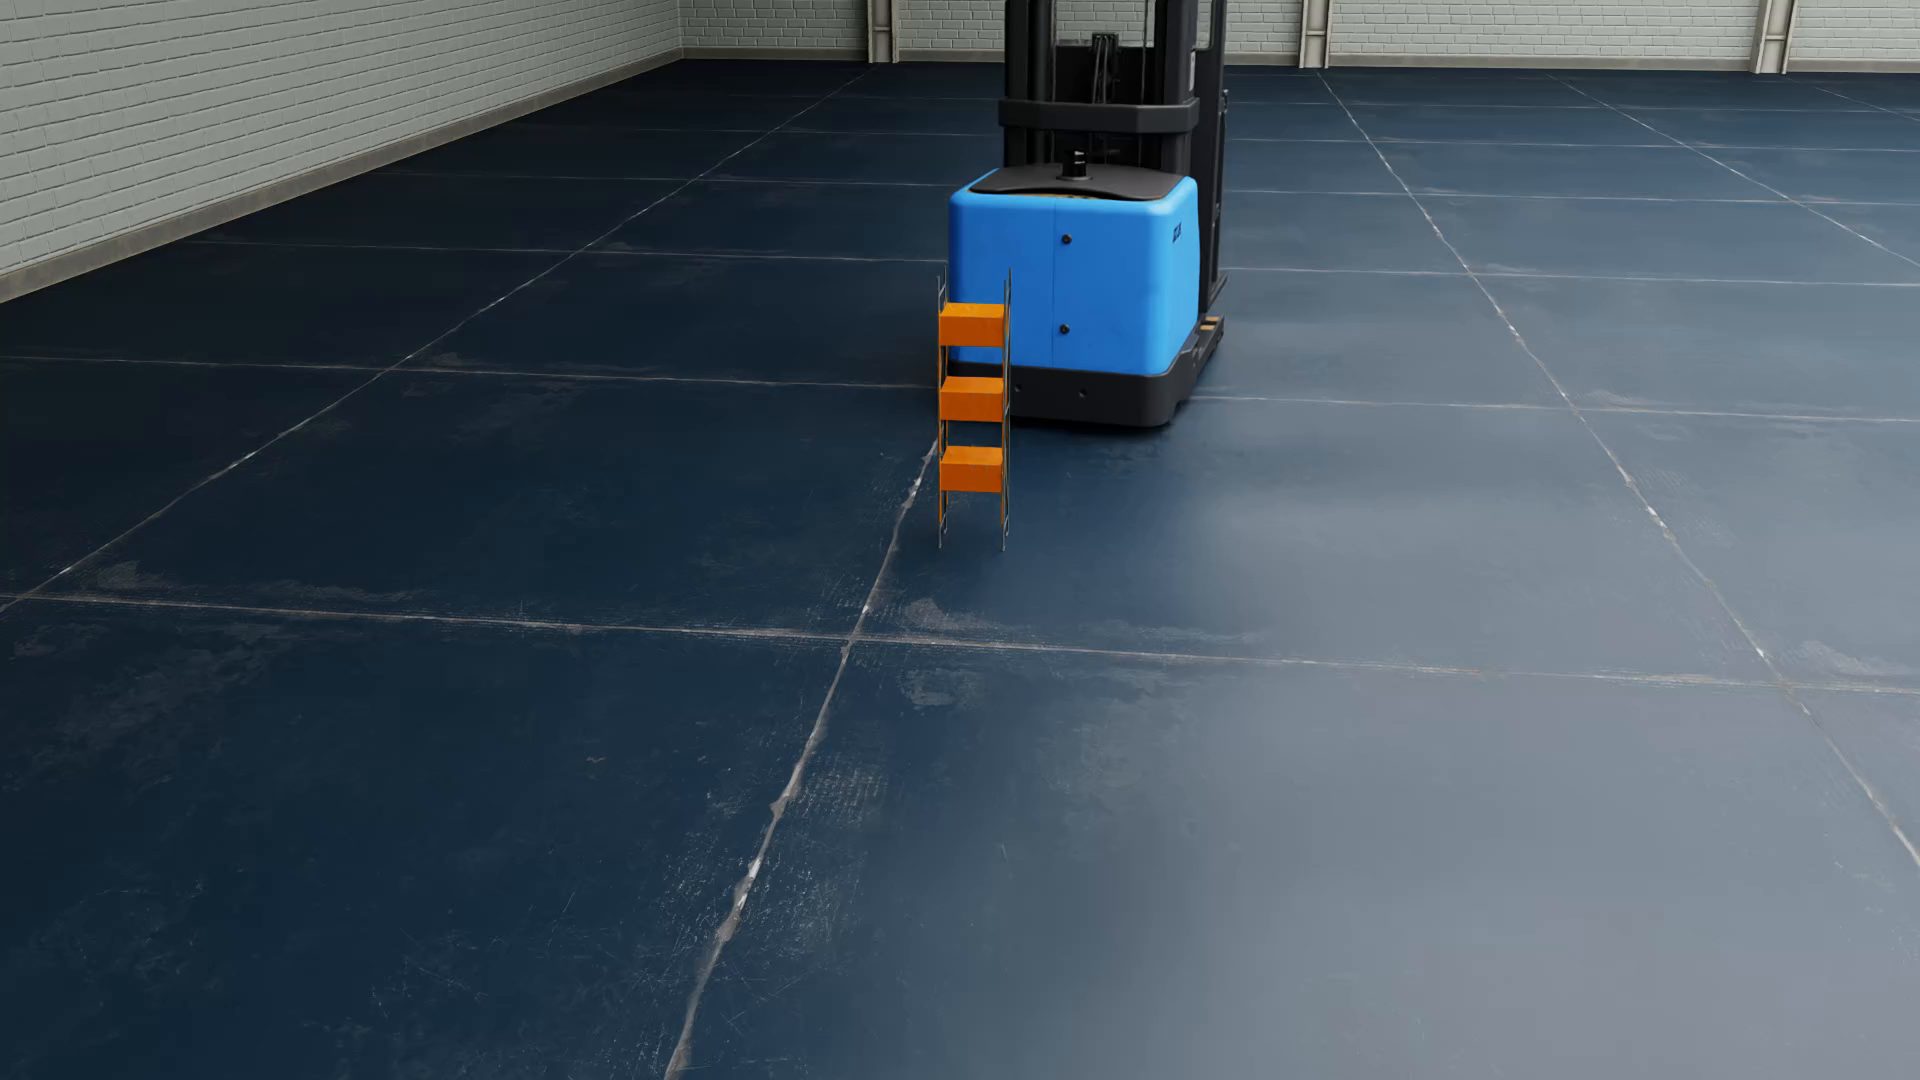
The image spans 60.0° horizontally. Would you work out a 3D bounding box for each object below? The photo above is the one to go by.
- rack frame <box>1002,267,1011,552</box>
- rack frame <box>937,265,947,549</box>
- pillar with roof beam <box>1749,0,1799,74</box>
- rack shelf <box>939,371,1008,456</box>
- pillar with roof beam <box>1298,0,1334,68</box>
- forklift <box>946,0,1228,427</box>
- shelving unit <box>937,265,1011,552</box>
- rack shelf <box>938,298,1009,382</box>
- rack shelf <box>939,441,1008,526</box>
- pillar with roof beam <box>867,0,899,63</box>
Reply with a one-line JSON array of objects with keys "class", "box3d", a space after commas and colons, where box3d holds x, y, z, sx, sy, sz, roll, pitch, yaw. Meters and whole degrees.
[{"class": "rack frame", "box3d": [0.174, -0.481, 6.228, 0.008, 1.050, 0.200, 2, 22, 6]}, {"class": "rack frame", "box3d": [-0.068, -0.491, 6.254, 0.008, 1.050, 0.200, 2, 22, 6]}, {"class": "pillar with roof beam", "box3d": [10.328, -8.894, 16.698, 0.400, 9.000, 9.100, 2, 22, 6]}, {"class": "rack shelf", "box3d": [0.053, -0.476, 6.245, 0.240, 0.259, 0.215, 2, 22, 6]}, {"class": "pillar with roof beam", "box3d": [4.370, -9.154, 17.355, 0.400, 9.000, 9.100, 2, 22, 6]}, {"class": "forklift", "box3d": [0.827, -2.387, 8.491, 1.130, 2.935, 3.031, 6, 22, 15]}, {"class": "shelving unit", "box3d": [0.053, -0.486, 6.241, 0.252, 1.050, 0.215, 2, 22, 6]}, {"class": "rack shelf", "box3d": [0.053, -0.740, 6.141, 0.240, 0.259, 0.215, 2, 22, 6]}, {"class": "rack shelf", "box3d": [0.053, -0.218, 6.347, 0.240, 0.259, 0.215, 2, 22, 6]}, {"class": "pillar with roof beam", "box3d": [-1.589, -9.414, 18.011, 0.400, 9.000, 9.100, 2, 22, 6]}]
